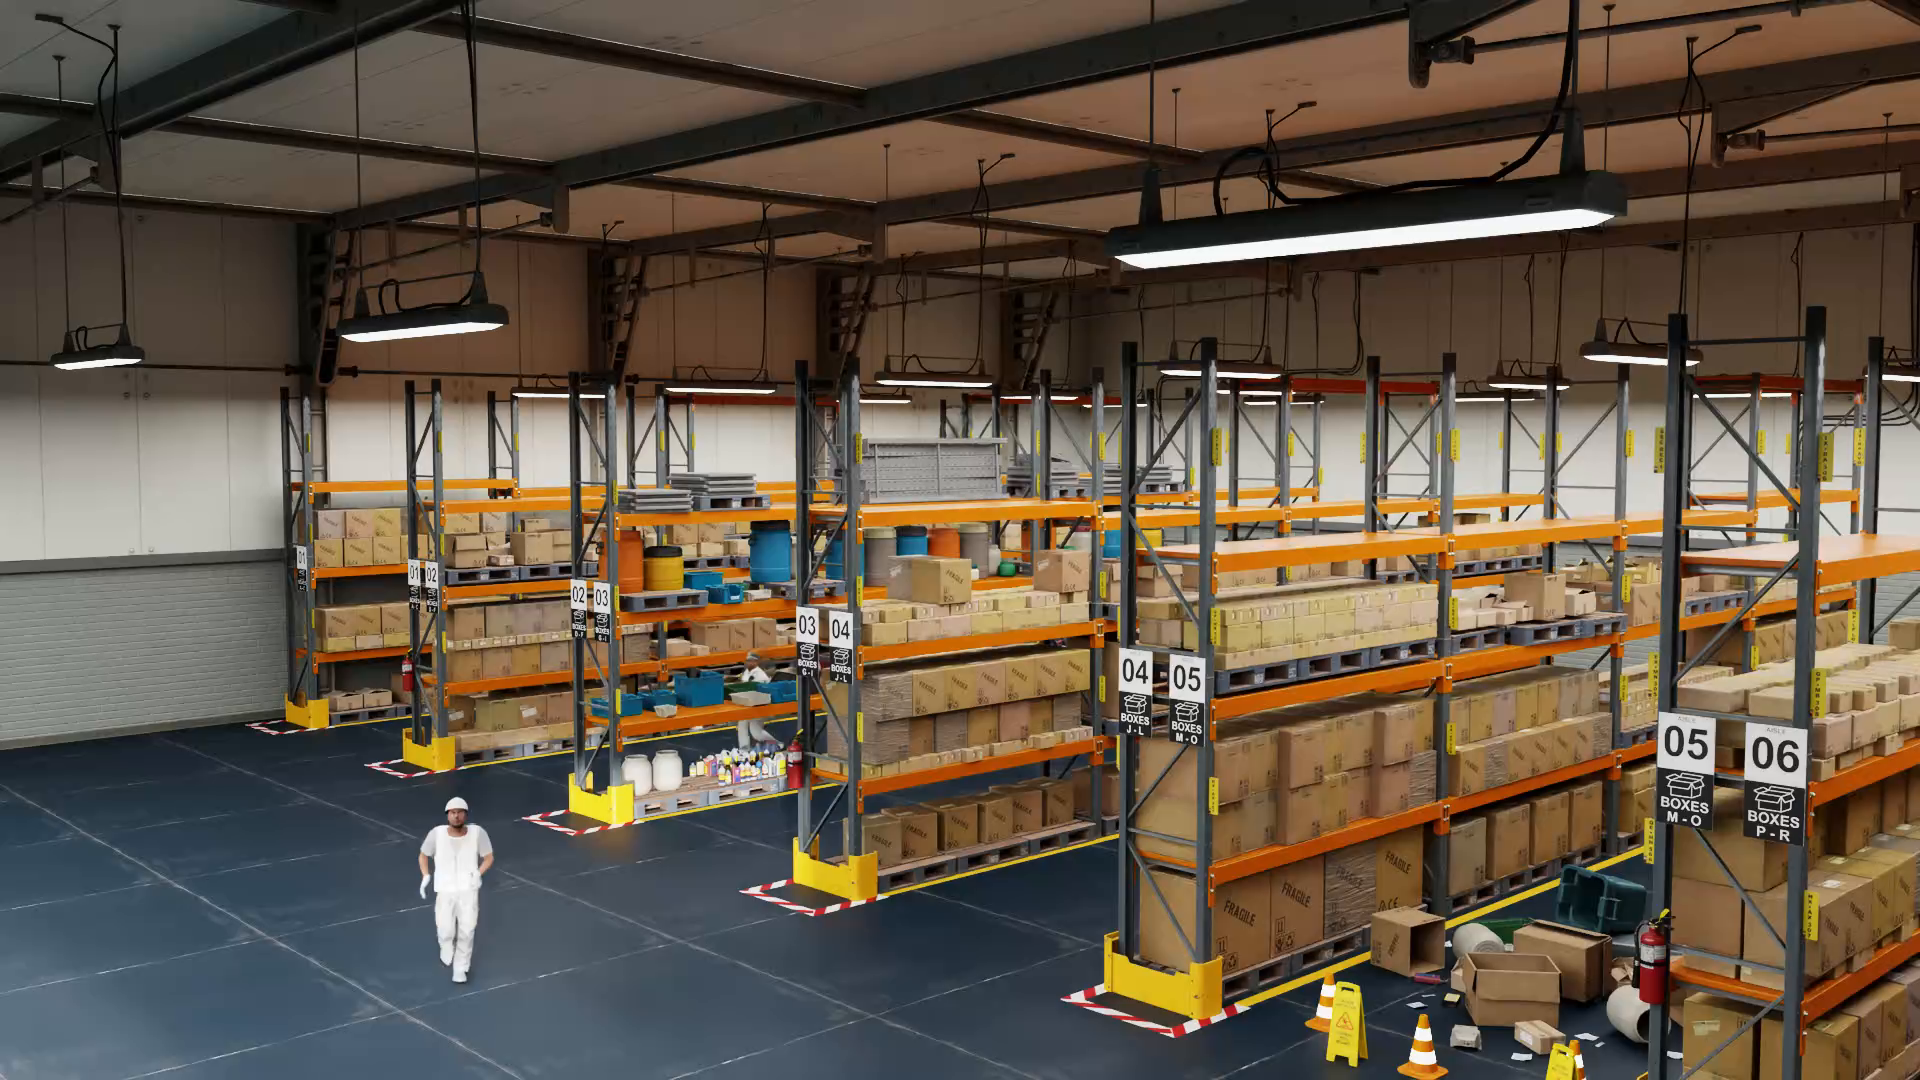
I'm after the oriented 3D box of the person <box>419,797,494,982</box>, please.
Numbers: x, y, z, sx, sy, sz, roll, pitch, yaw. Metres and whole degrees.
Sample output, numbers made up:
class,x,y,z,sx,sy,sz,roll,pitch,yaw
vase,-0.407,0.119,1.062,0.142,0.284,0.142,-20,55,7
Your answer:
class,x,y,z,sx,sy,sz,roll,pitch,yaw
person,-4.739,3.294,15.675,0.684,1.732,0.594,-1,4,-16

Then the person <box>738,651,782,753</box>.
class,x,y,z,sx,sy,sz,roll,pitch,yaw
person,-3.224,2.611,25.972,0.837,1.778,0.667,-3,5,-41
